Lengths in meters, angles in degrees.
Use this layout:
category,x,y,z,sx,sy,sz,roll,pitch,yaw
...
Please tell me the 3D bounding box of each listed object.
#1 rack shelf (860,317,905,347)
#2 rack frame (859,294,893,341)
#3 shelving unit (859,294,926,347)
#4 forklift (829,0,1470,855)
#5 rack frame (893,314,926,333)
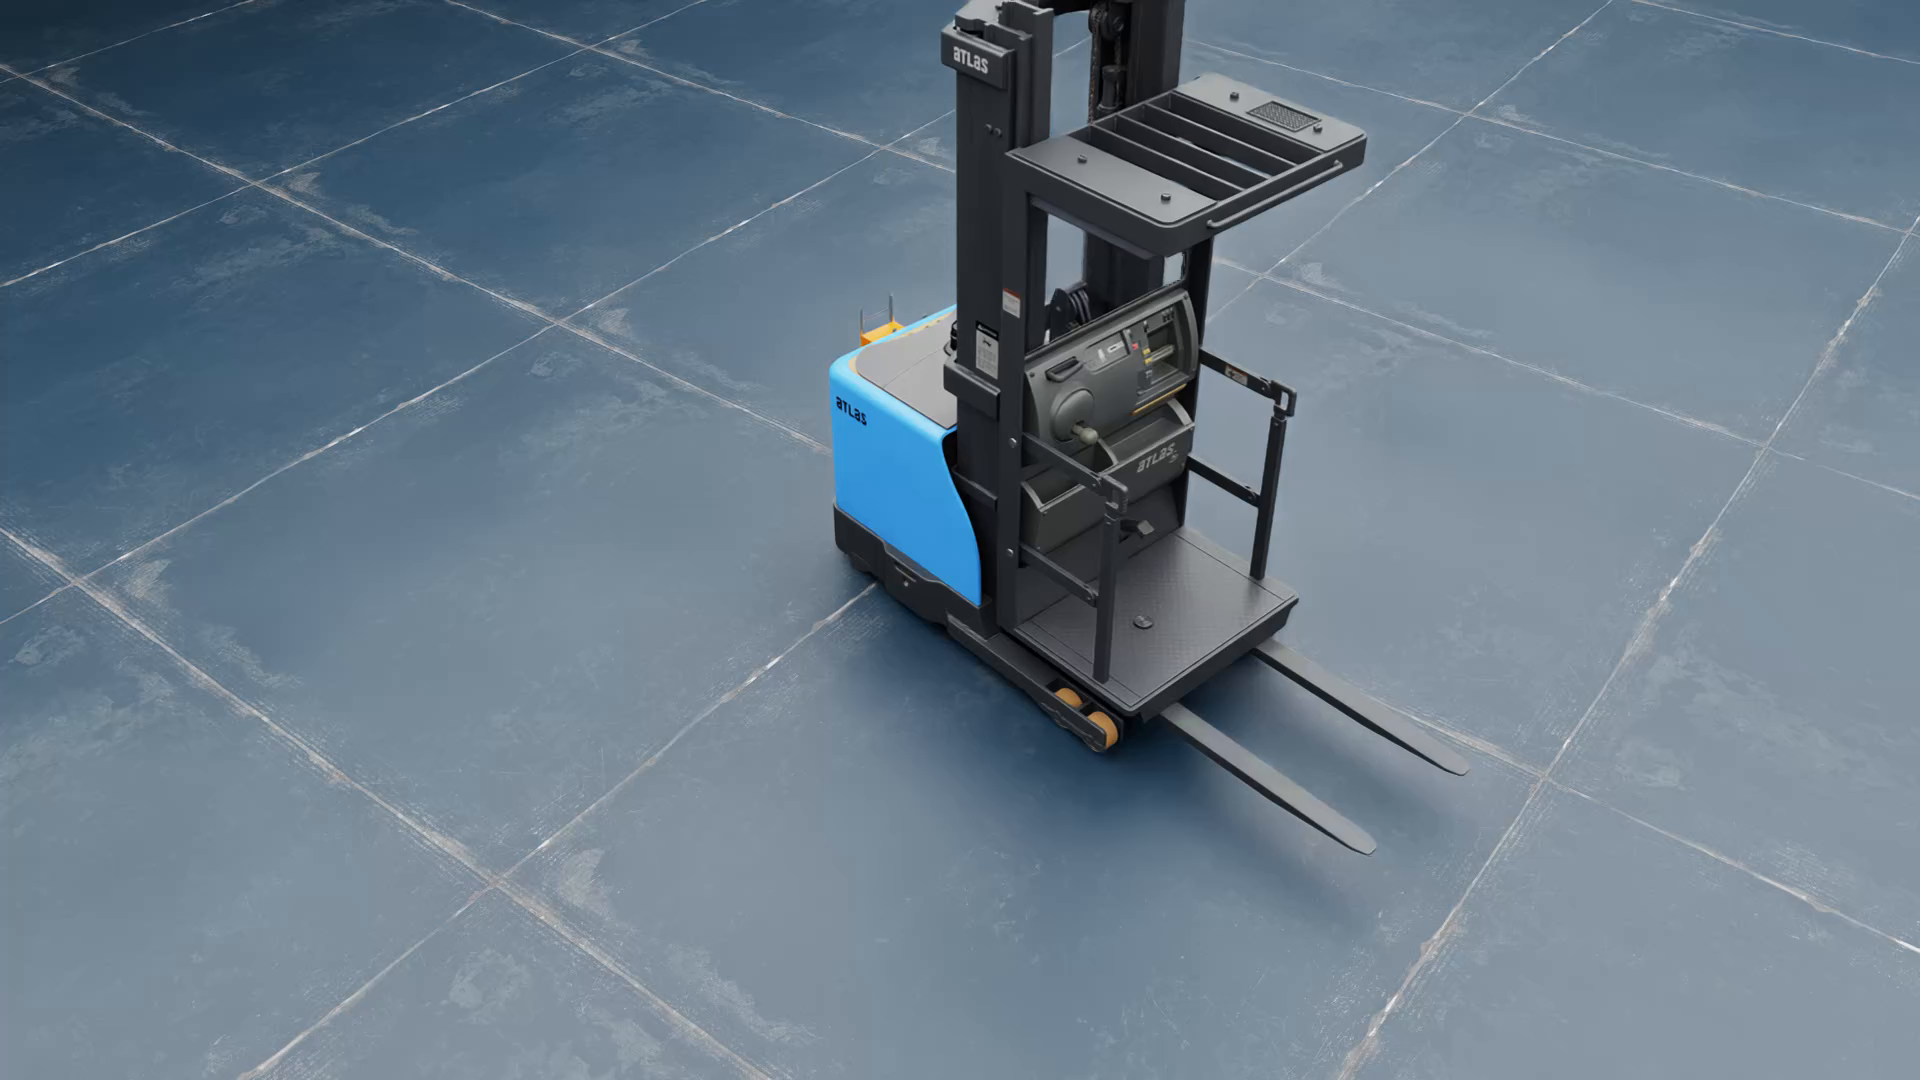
category,x,y,z,sx,sy,sz,roll,pitch,yaw
rack shelf,-0.315,-0.869,7.926,0.215,0.259,0.240,-29,47,-32
rack frame,-0.397,-0.710,8.166,0.200,1.050,0.008,-29,47,-32
shelving unit,-0.315,-0.654,8.094,0.215,1.050,0.252,-29,47,-32
forklift,0.762,-0.626,6.532,1.130,2.935,3.031,-29,47,-32
rack frame,-0.233,-0.598,8.023,0.200,1.050,0.008,-29,47,-32
